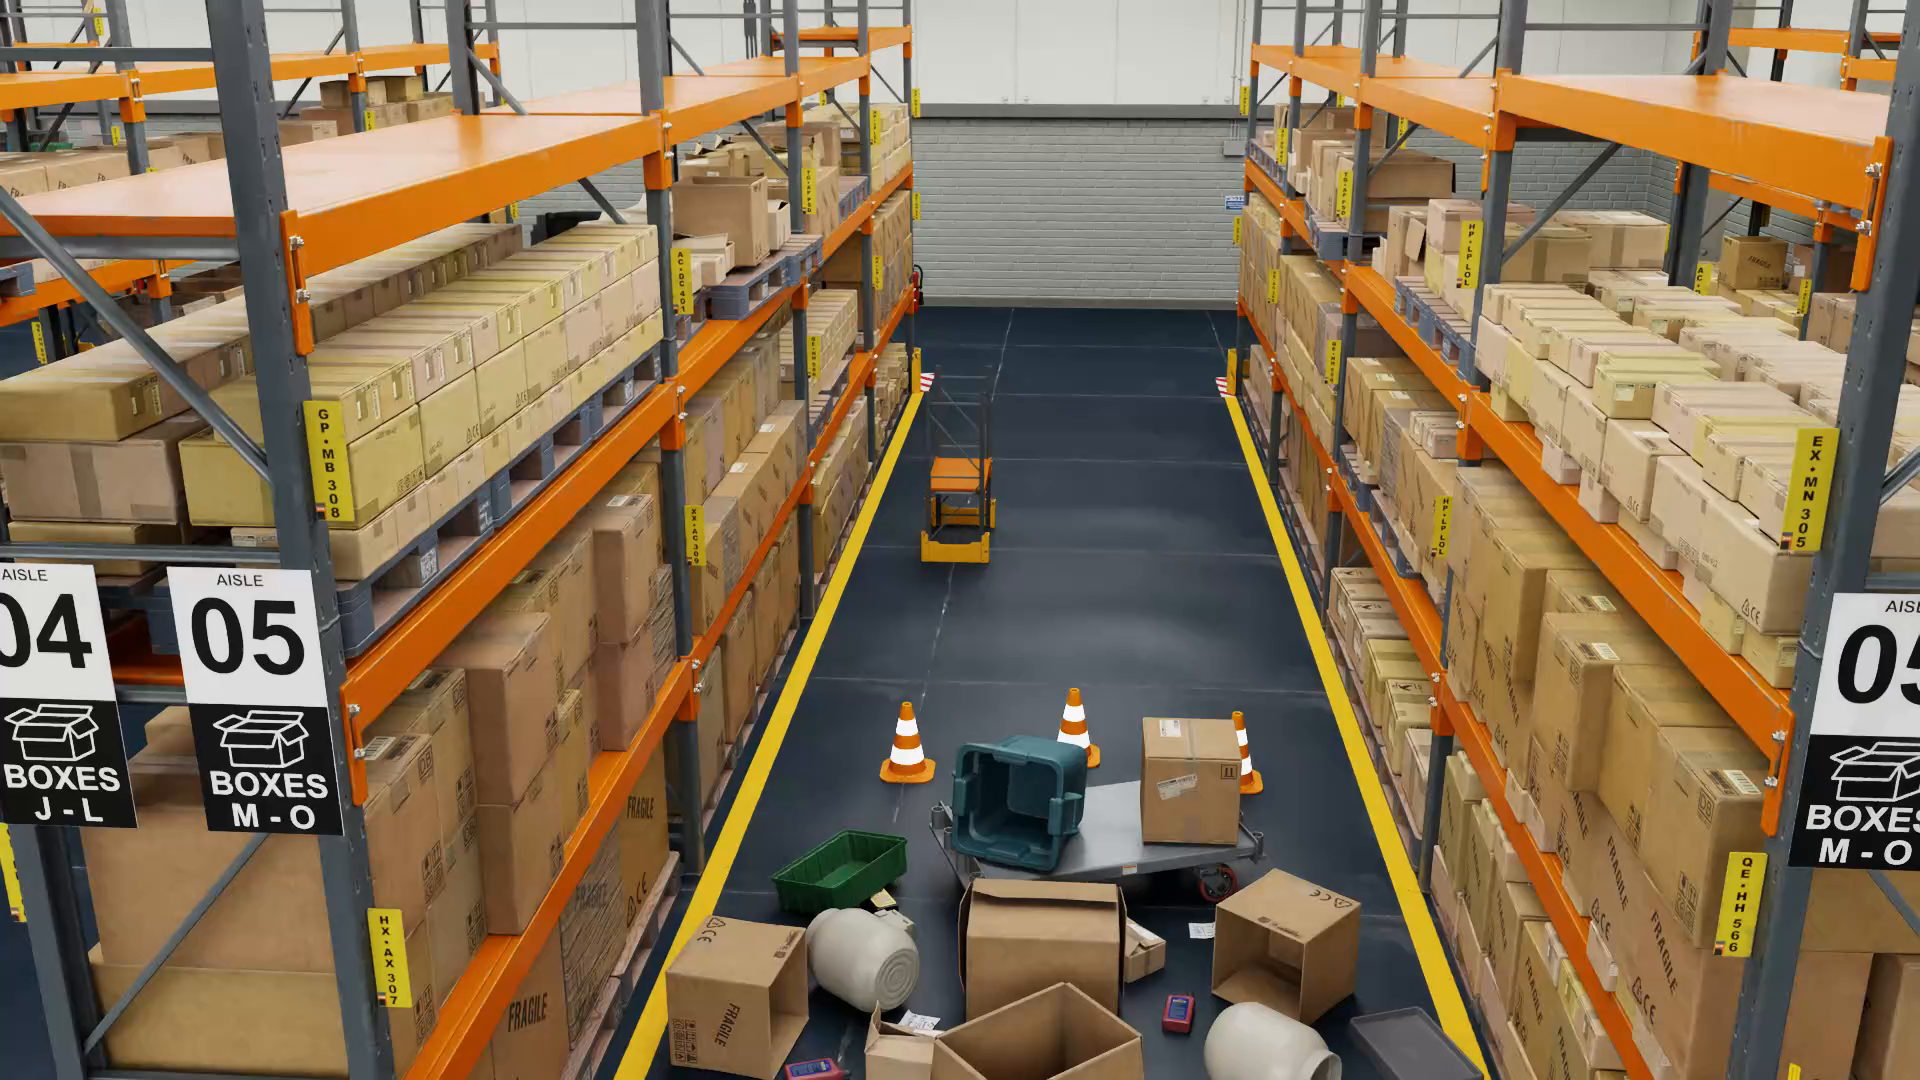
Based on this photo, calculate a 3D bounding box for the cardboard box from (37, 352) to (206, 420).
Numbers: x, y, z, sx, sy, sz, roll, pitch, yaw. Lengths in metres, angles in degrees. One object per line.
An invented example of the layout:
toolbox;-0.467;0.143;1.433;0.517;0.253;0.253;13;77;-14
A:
cardboard box;-2.513;-0.464;4.994;0.380;0.149;0.250;1;18;4

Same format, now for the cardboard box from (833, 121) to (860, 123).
cardboard box;-1.081;-4.099;16.595;0.380;0.149;0.250;1;18;3

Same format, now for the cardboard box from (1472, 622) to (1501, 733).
cardboard box;2.691;0.592;7.660;0.500;0.500;0.500;1;18;4

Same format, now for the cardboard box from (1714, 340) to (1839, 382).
cardboard box;3.182;-0.683;6.496;0.380;0.149;0.250;1;18;5

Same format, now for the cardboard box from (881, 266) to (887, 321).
cardboard box;-1.043;-2.561;17.282;0.500;0.500;0.500;1;18;4

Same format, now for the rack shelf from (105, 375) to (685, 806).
rack shelf;-2.075;-0.047;6.589;1.077;0.370;4.000;1;18;4

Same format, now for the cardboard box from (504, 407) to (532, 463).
cardboard box;-1.784;-0.387;6.038;0.380;0.149;0.250;1;18;4

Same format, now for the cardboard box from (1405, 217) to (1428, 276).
cardboard box;3.219;-1.748;10.458;0.797;0.503;0.637;1;18;4

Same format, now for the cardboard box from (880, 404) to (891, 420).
cardboard box;-0.959;-1.424;18.356;0.380;0.149;0.250;1;18;2

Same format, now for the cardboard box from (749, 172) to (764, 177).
cardboard box;-1.834;-2.639;13.181;0.500;0.500;0.500;1;18;4

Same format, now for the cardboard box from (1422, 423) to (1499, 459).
cardboard box;2.857;-0.565;9.477;0.380;0.149;0.250;1;18;2

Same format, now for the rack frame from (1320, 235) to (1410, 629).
rack frame;3.300;-0.748;12.389;1.000;3.000;0.127;1;18;4

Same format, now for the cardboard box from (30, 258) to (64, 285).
cardboard box;-6.435;-1.860;11.206;0.500;0.250;0.500;2;18;5

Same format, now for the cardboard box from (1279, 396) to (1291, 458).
cardboard box;3.739;-1.165;17.102;0.875;0.438;0.875;1;18;3

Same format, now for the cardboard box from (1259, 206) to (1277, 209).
cardboard box;3.464;-3.557;18.153;0.380;0.149;0.250;1;18;4

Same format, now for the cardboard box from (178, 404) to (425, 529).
cardboard box;-1.928;-0.229;4.917;0.500;0.250;0.500;1;18;4

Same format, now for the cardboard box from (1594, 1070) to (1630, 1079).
cardboard box;2.524;2.233;5.830;0.500;0.500;0.500;1;18;4

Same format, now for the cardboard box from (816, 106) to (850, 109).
cardboard box;-1.450;-4.836;18.846;0.380;0.149;0.250;1;18;4

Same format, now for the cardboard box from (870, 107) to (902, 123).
cardboard box;-0.846;-4.745;18.566;0.380;0.149;0.250;2;18;5

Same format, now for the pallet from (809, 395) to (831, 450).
pallet;-1.700;-0.960;13.343;1.213;0.211;1.003;1;18;4

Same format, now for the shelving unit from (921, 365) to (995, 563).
shelving unit;-0.005;-0.689;14.617;0.587;1.500;1.083;1;18;4

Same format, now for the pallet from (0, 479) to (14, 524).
pallet;-6.686;-0.263;11.215;1.003;0.211;1.213;1;18;4

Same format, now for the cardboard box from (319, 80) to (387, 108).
cardboard box;-6.224;-4.580;17.066;0.500;0.250;0.500;0;18;0

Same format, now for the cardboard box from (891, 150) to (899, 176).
cardboard box;-0.937;-4.041;17.862;0.500;0.250;0.500;2;18;6

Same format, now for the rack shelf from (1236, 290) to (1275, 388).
rack shelf;3.730;-2.270;18.188;1.077;0.370;4.000;1;18;4

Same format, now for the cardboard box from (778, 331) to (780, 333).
cardboard box;-1.881;-1.874;15.554;0.380;0.149;0.250;1;18;4

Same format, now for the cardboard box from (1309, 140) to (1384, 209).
cardboard box;3.137;-2.975;13.531;0.500;0.500;0.500;1;18;4

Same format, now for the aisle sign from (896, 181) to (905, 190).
aisle sign;-0.767;-4.563;19.857;0.394;0.787;0.004;1;18;4

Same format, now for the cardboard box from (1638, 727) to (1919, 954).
cardboard box;2.545;0.909;5.088;0.700;0.500;0.500;1;18;3

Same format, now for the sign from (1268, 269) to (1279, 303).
sign;3.033;-2.451;16.070;0.100;0.325;0.005;1;18;4

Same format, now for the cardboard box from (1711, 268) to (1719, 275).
cardboard box;8.487;-2.902;18.725;0.500;0.250;0.500;1;18;5

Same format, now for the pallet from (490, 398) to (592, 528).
pallet;-2.091;-0.337;6.458;1.003;0.211;1.213;1;18;4

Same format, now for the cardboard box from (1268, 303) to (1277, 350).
cardboard box;3.365;-2.188;16.622;0.500;0.500;0.500;1;18;4

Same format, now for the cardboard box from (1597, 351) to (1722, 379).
cardboard box;2.636;-0.616;6.290;0.380;0.149;0.250;2;18;5

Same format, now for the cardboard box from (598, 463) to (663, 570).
cardboard box;-1.992;-0.056;8.300;0.875;0.550;0.550;1;18;4

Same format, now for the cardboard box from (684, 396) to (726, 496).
cardboard box;-1.830;-0.579;10.106;0.700;0.500;0.500;1;18;4

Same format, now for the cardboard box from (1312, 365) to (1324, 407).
cardboard box;3.114;-1.230;13.297;0.500;0.250;0.500;1;18;2

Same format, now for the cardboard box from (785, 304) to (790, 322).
cardboard box;-1.845;-2.179;16.007;0.380;0.149;0.250;2;18;5

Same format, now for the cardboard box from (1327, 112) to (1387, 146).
cardboard box;3.838;-3.889;16.160;0.500;0.500;0.500;2;18;5

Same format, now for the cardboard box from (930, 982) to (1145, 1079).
cardboard box;0.327;2.321;7.032;0.797;0.503;0.637;-13;22;-34

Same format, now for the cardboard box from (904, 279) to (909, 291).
cardboard box;-0.813;-3.085;19.924;0.380;0.149;0.250;1;18;4

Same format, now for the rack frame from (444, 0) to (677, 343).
rack frame;-1.932;-2.436;7.905;1.000;3.000;0.127;1;18;4

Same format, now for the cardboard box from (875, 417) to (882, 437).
cardboard box;-1.013;-1.161;17.076;0.380;0.149;0.250;2;18;6

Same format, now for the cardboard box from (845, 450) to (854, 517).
cardboard box;-1.238;-0.527;15.055;0.500;0.500;0.500;1;18;3

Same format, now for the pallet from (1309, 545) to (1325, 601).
pallet;3.431;0.334;13.566;1.003;0.211;1.213;1;18;4

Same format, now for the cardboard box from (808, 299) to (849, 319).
cardboard box;-1.231;-2.140;15.410;0.380;0.149;0.250;1;18;2

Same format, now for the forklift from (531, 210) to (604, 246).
forklift;-3.125;-1.172;13.793;1.130;2.935;3.031;1;18;3

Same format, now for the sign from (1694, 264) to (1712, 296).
sign;3.555;-1.167;8.021;0.100;0.325;0.005;1;18;4

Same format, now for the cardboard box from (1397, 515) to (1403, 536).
cardboard box;2.862;-0.069;10.044;0.380;0.149;0.250;1;18;4

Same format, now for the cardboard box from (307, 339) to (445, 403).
cardboard box;-1.840;-0.529;5.189;0.380;0.149;0.250;1;18;3

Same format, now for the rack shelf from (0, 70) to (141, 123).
rack shelf;-6.728;-2.667;10.409;1.077;0.370;4.000;1;18;4

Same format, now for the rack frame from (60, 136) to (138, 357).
rack frame;-10.951;-3.565;20.984;1.000;3.000;0.127;1;18;4

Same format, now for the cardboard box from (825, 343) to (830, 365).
cardboard box;-1.319;-1.594;14.223;0.380;0.149;0.250;1;18;3

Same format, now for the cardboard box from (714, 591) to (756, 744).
cardboard box;-1.904;0.790;10.633;1.050;0.750;0.750;1;18;4

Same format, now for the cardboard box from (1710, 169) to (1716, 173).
cardboard box;8.421;-4.099;18.202;0.380;0.149;0.250;2;18;5

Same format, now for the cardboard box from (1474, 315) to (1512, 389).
cardboard box;2.708;-0.871;7.709;0.500;0.250;0.500;1;18;3
